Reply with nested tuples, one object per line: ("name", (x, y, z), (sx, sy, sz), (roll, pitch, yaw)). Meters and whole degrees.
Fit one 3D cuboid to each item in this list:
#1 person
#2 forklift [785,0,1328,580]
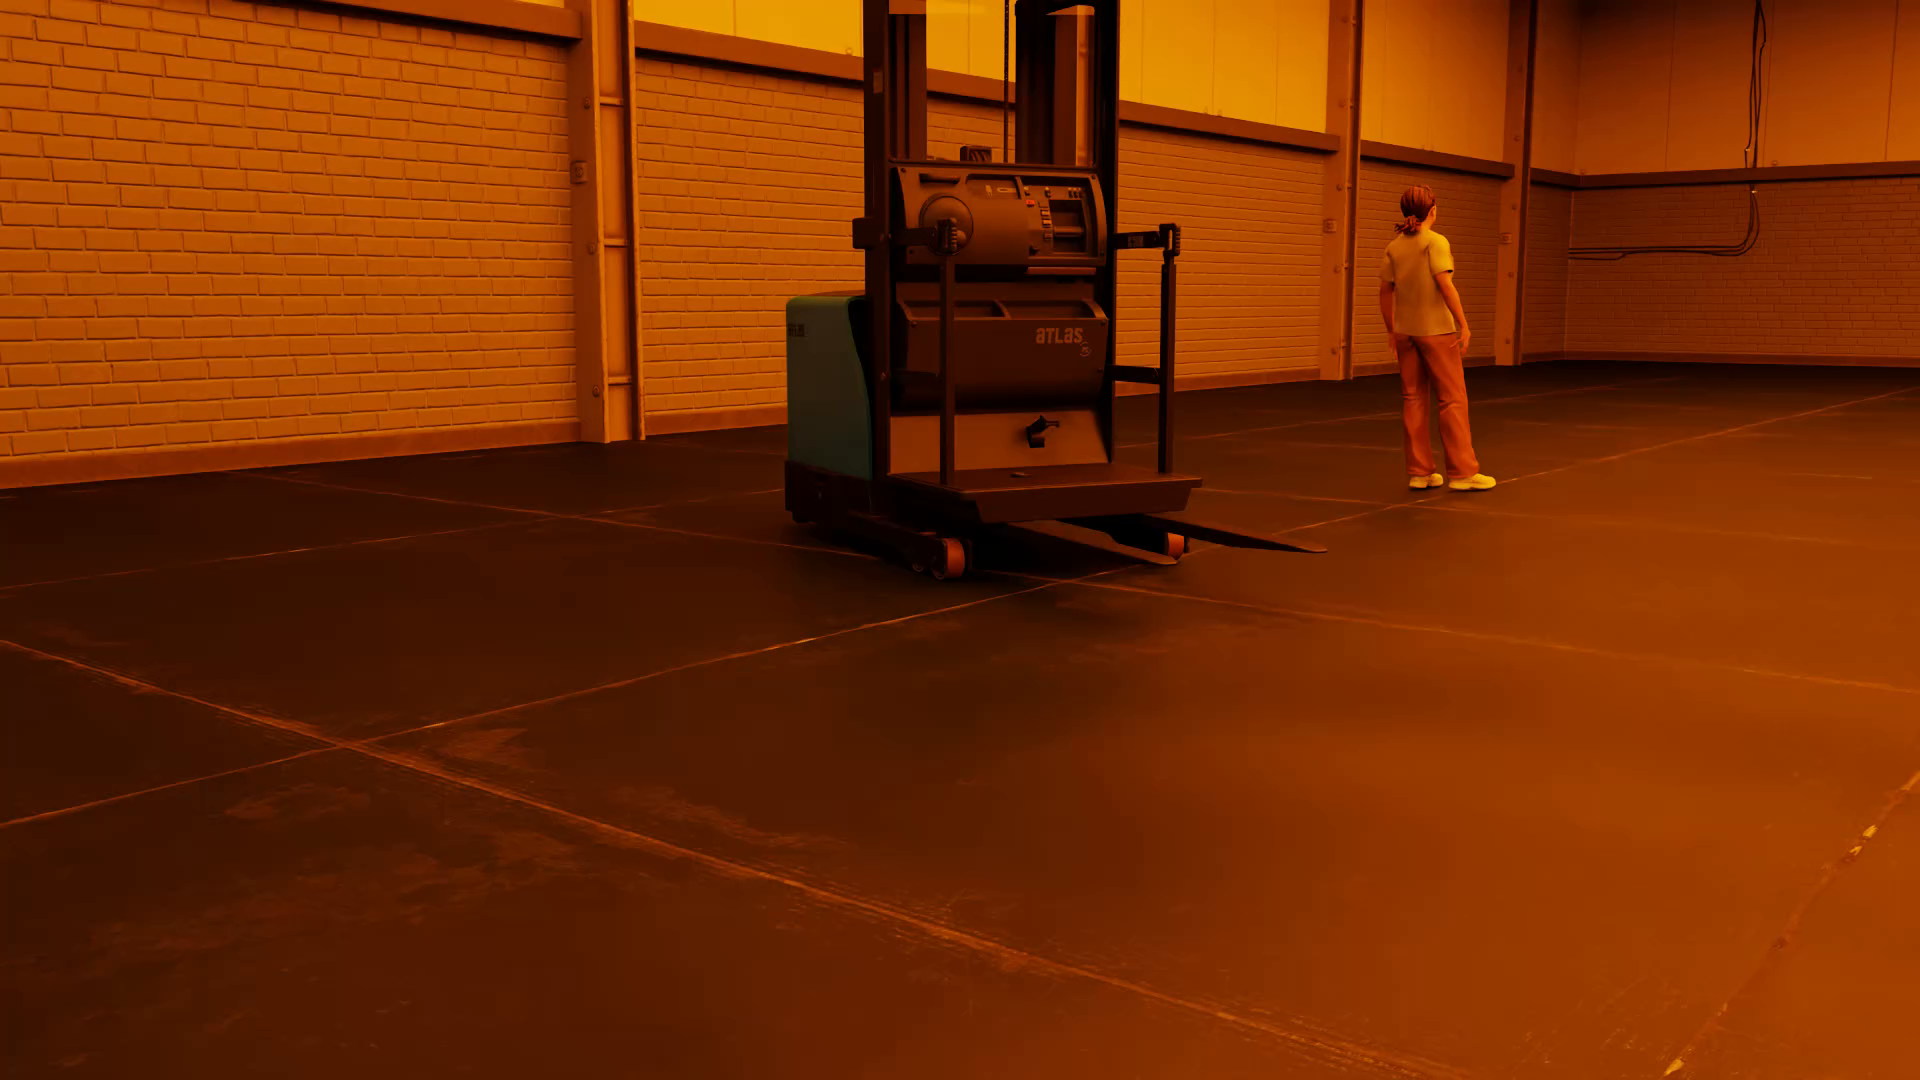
("person", (2.641, -1.126, 9.265), (0.548, 1.673, 0.554), (-6, 10, -35))
("forklift", (0.276, -1.370, 6.641), (1.130, 2.935, 3.031), (-4, 9, -26))
